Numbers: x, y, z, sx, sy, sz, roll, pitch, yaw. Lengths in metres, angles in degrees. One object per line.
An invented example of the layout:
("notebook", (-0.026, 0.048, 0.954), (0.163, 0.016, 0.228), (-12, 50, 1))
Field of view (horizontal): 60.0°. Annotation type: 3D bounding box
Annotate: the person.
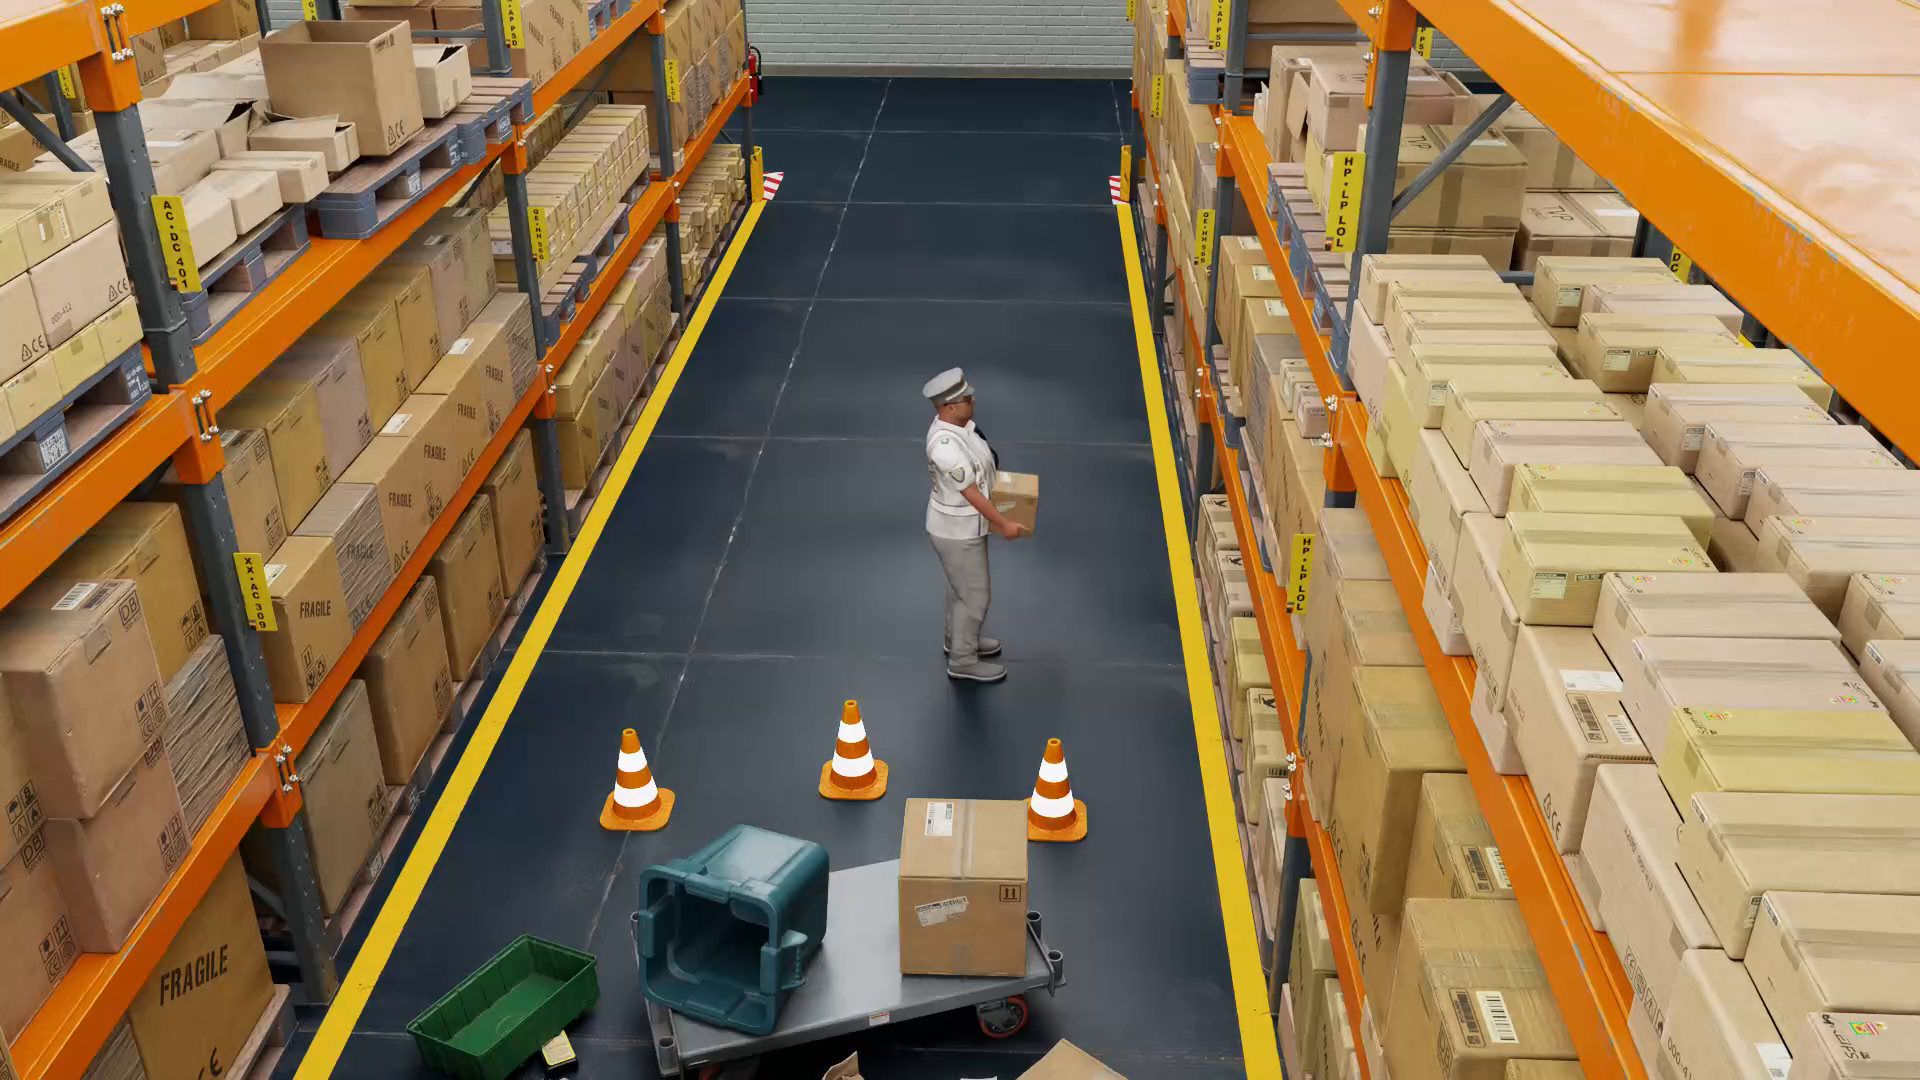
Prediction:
("person", (0.090, -0.089, 9.001), (0.573, 1.763, 0.494), (1, 28, 2))
